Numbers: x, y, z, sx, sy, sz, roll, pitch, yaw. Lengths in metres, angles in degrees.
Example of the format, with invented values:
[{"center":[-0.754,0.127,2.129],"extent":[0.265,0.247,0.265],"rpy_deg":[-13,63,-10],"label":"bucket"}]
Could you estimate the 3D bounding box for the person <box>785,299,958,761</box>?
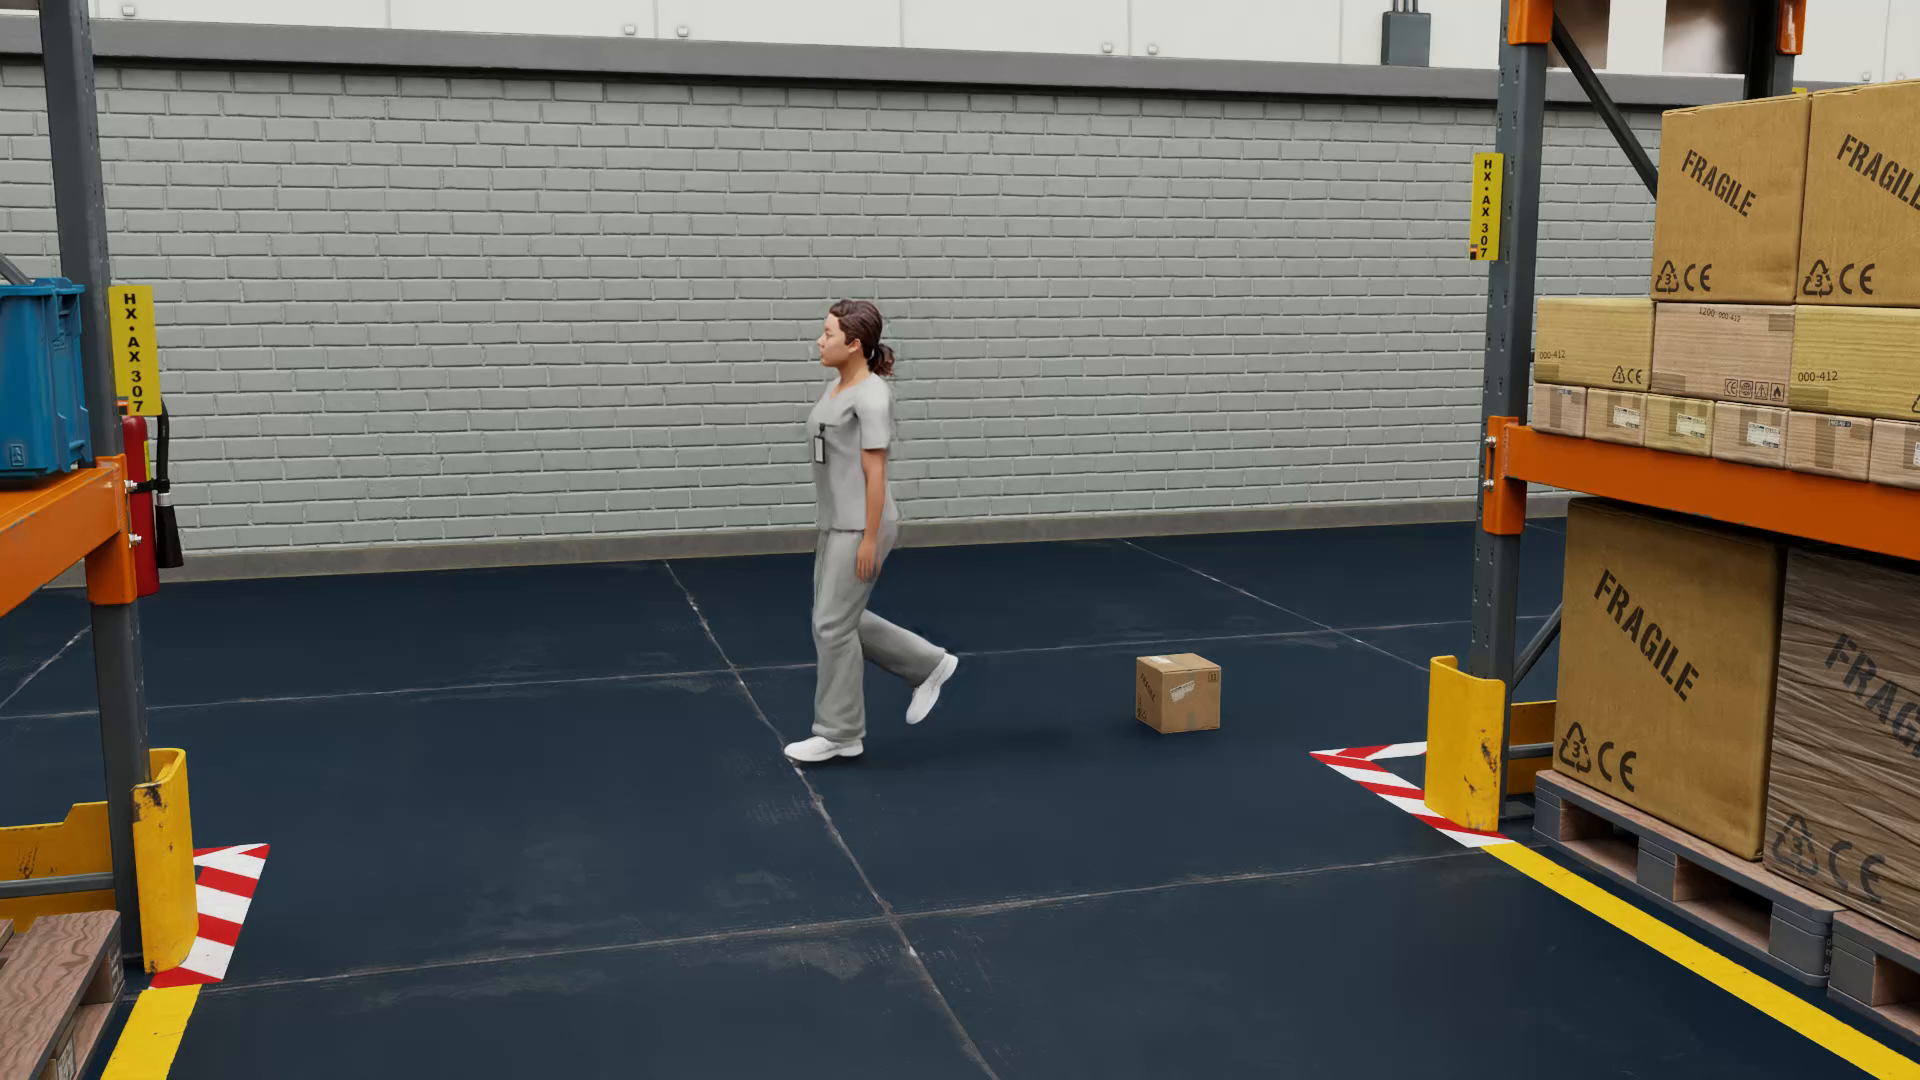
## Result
[{"center":[-0.321,-0.039,6.037],"extent":[0.709,1.648,0.453],"rpy_deg":[-4,10,-21],"label":"person"}]
